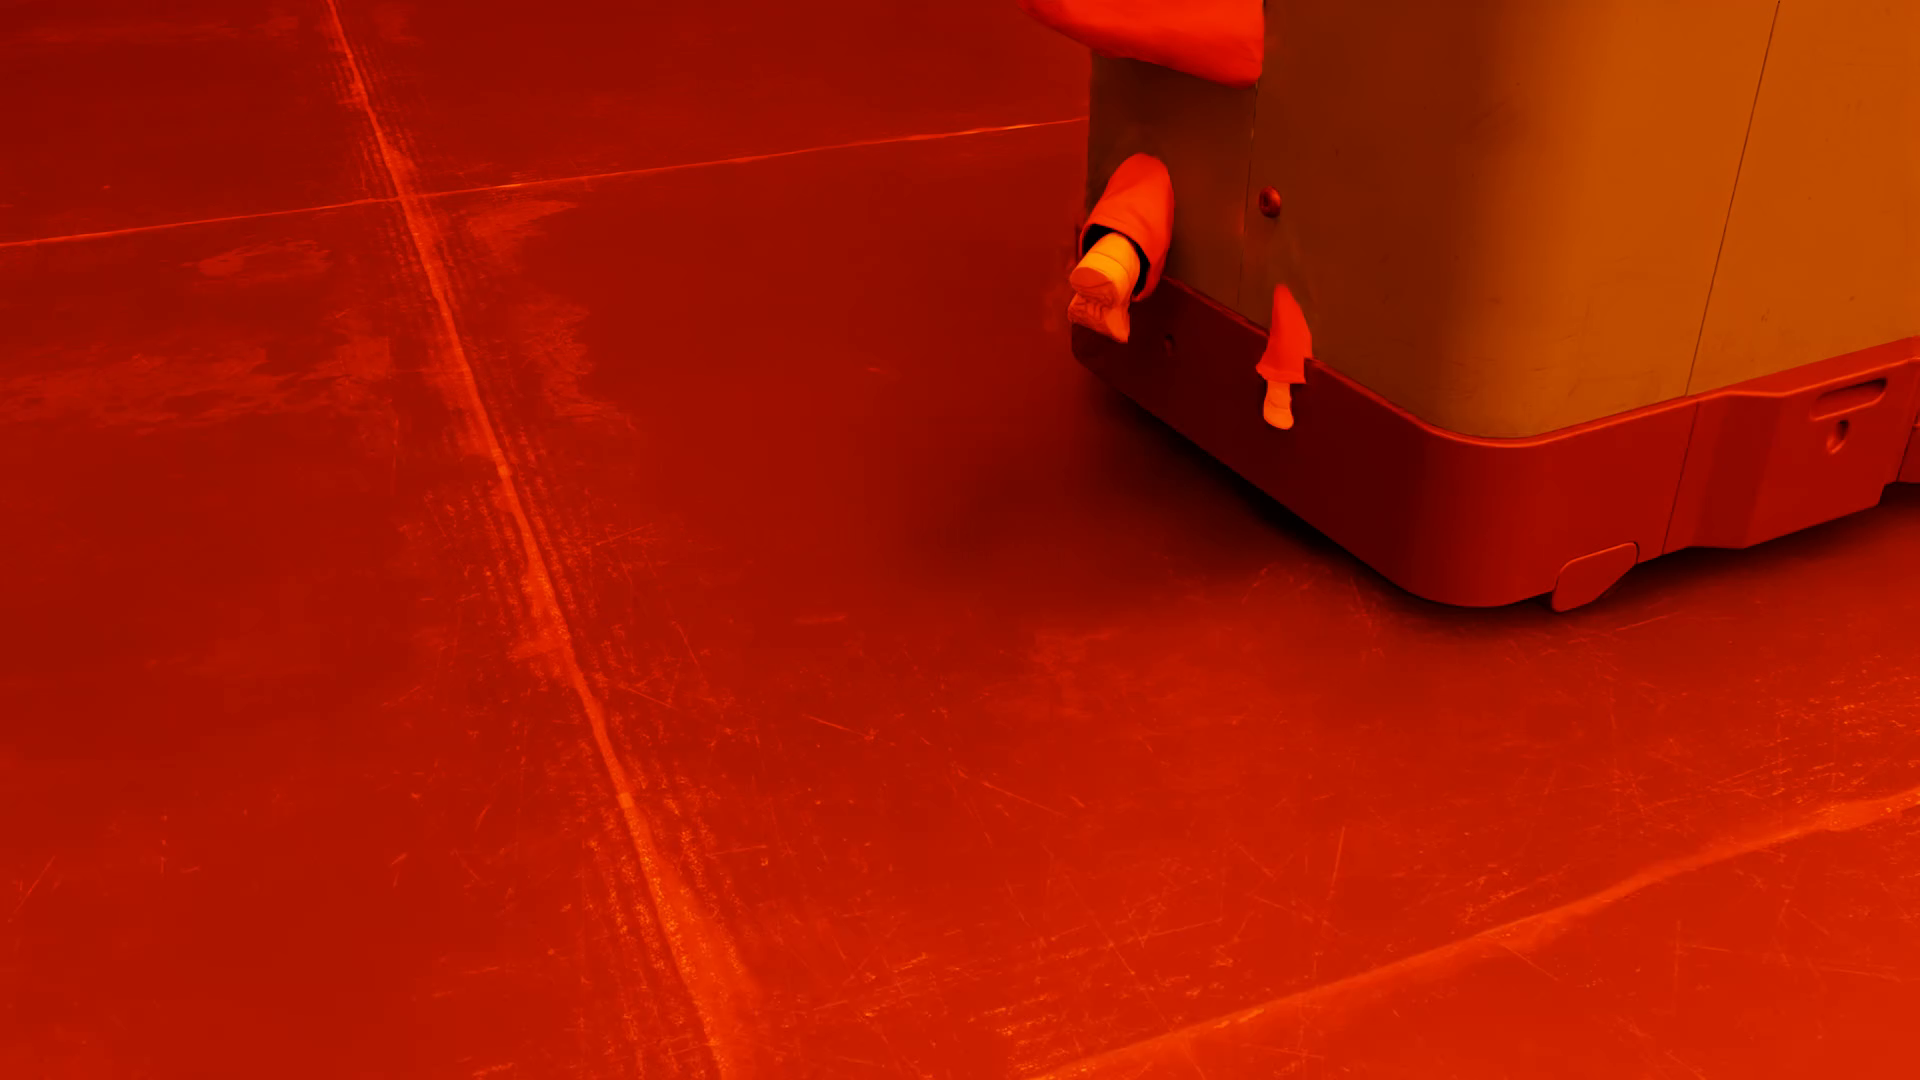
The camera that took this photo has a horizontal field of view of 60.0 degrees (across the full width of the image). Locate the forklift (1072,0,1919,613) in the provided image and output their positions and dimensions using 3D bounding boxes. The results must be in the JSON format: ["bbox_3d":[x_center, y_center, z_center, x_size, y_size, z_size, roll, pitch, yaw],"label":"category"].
[{"bbox_3d":[1.748,-1.674,2.478,3.031,2.935,1.130,-14,33,-23],"label":"forklift"}]

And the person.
[{"bbox_3d":[0.343,-0.892,2.315,0.640,1.400,0.742,-8,31,-14],"label":"person"}]
